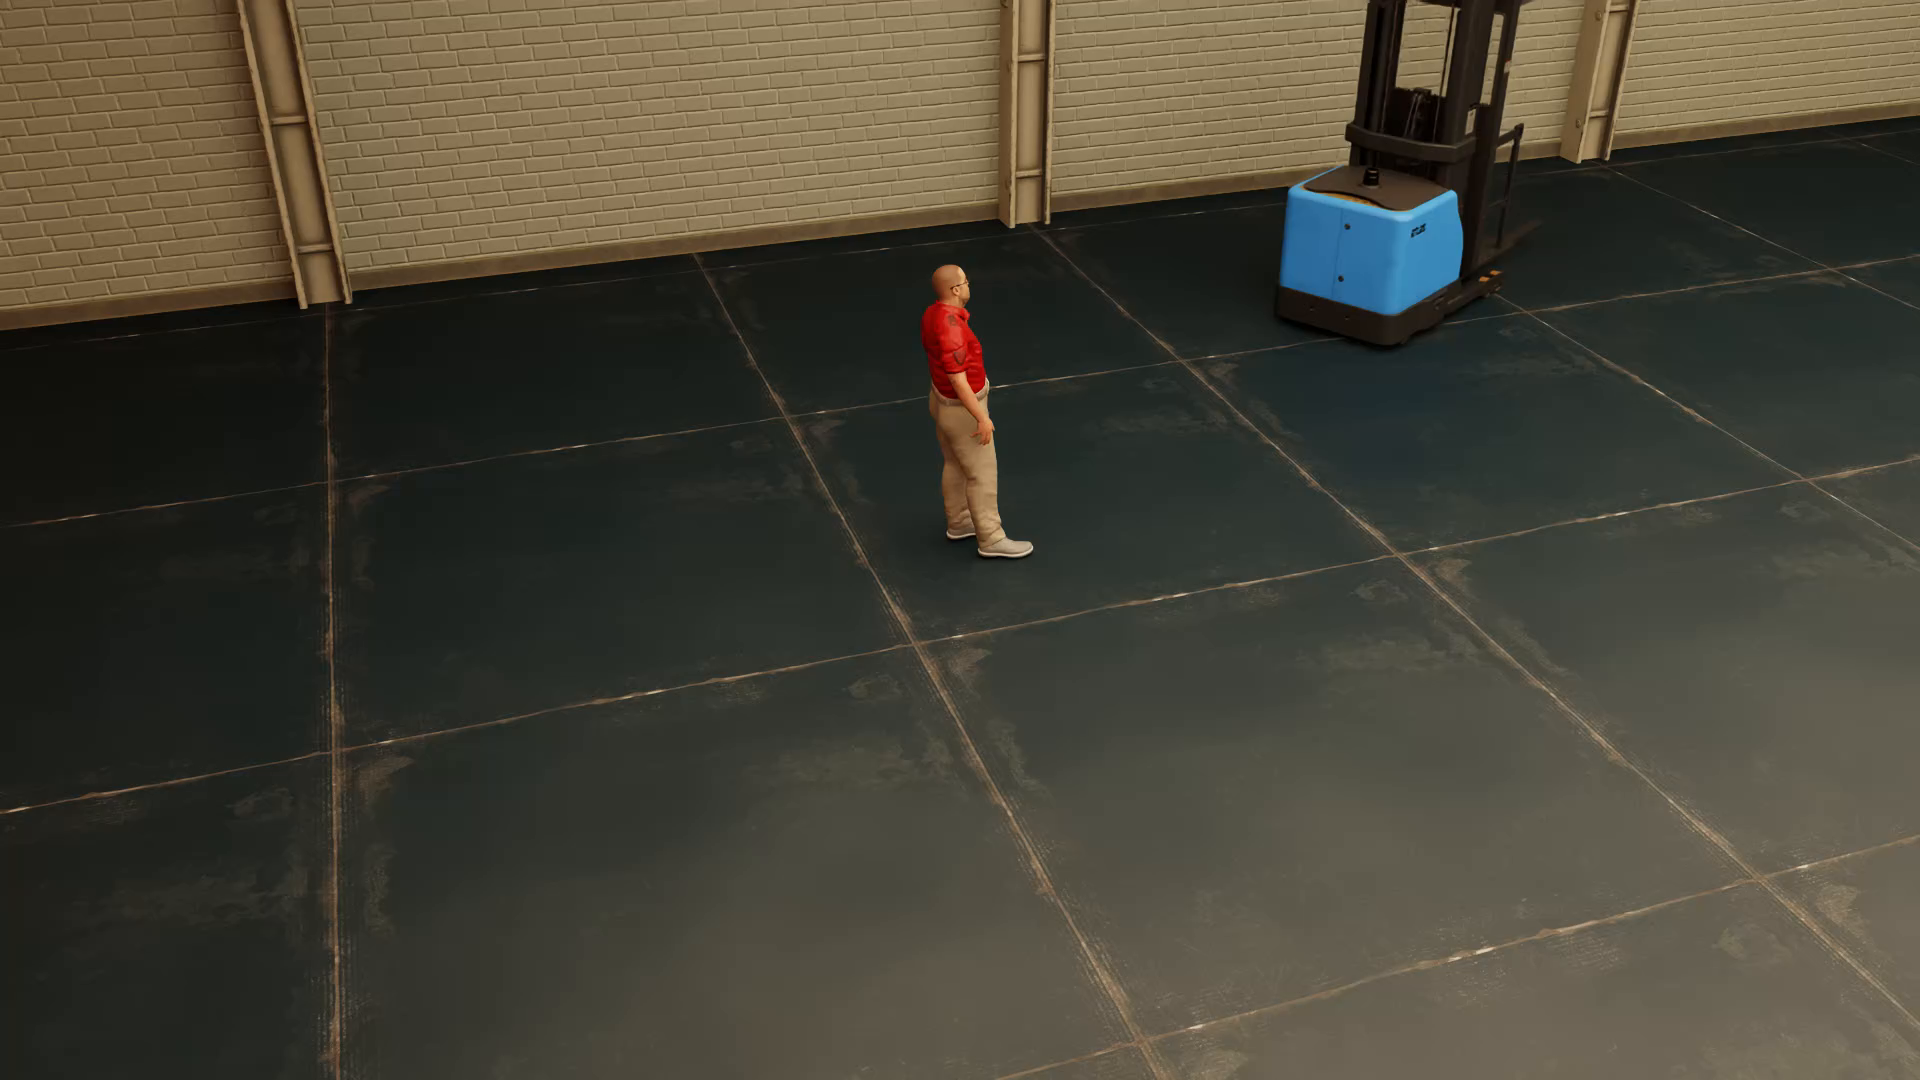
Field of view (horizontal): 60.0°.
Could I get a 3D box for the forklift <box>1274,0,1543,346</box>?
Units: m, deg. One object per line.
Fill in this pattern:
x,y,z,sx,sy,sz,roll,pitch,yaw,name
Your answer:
3.795,-3.376,12.955,1.130,2.935,3.031,24,37,35,forklift

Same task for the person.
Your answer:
0.089,-0.764,9.606,0.551,1.727,0.640,-10,31,-16,person
